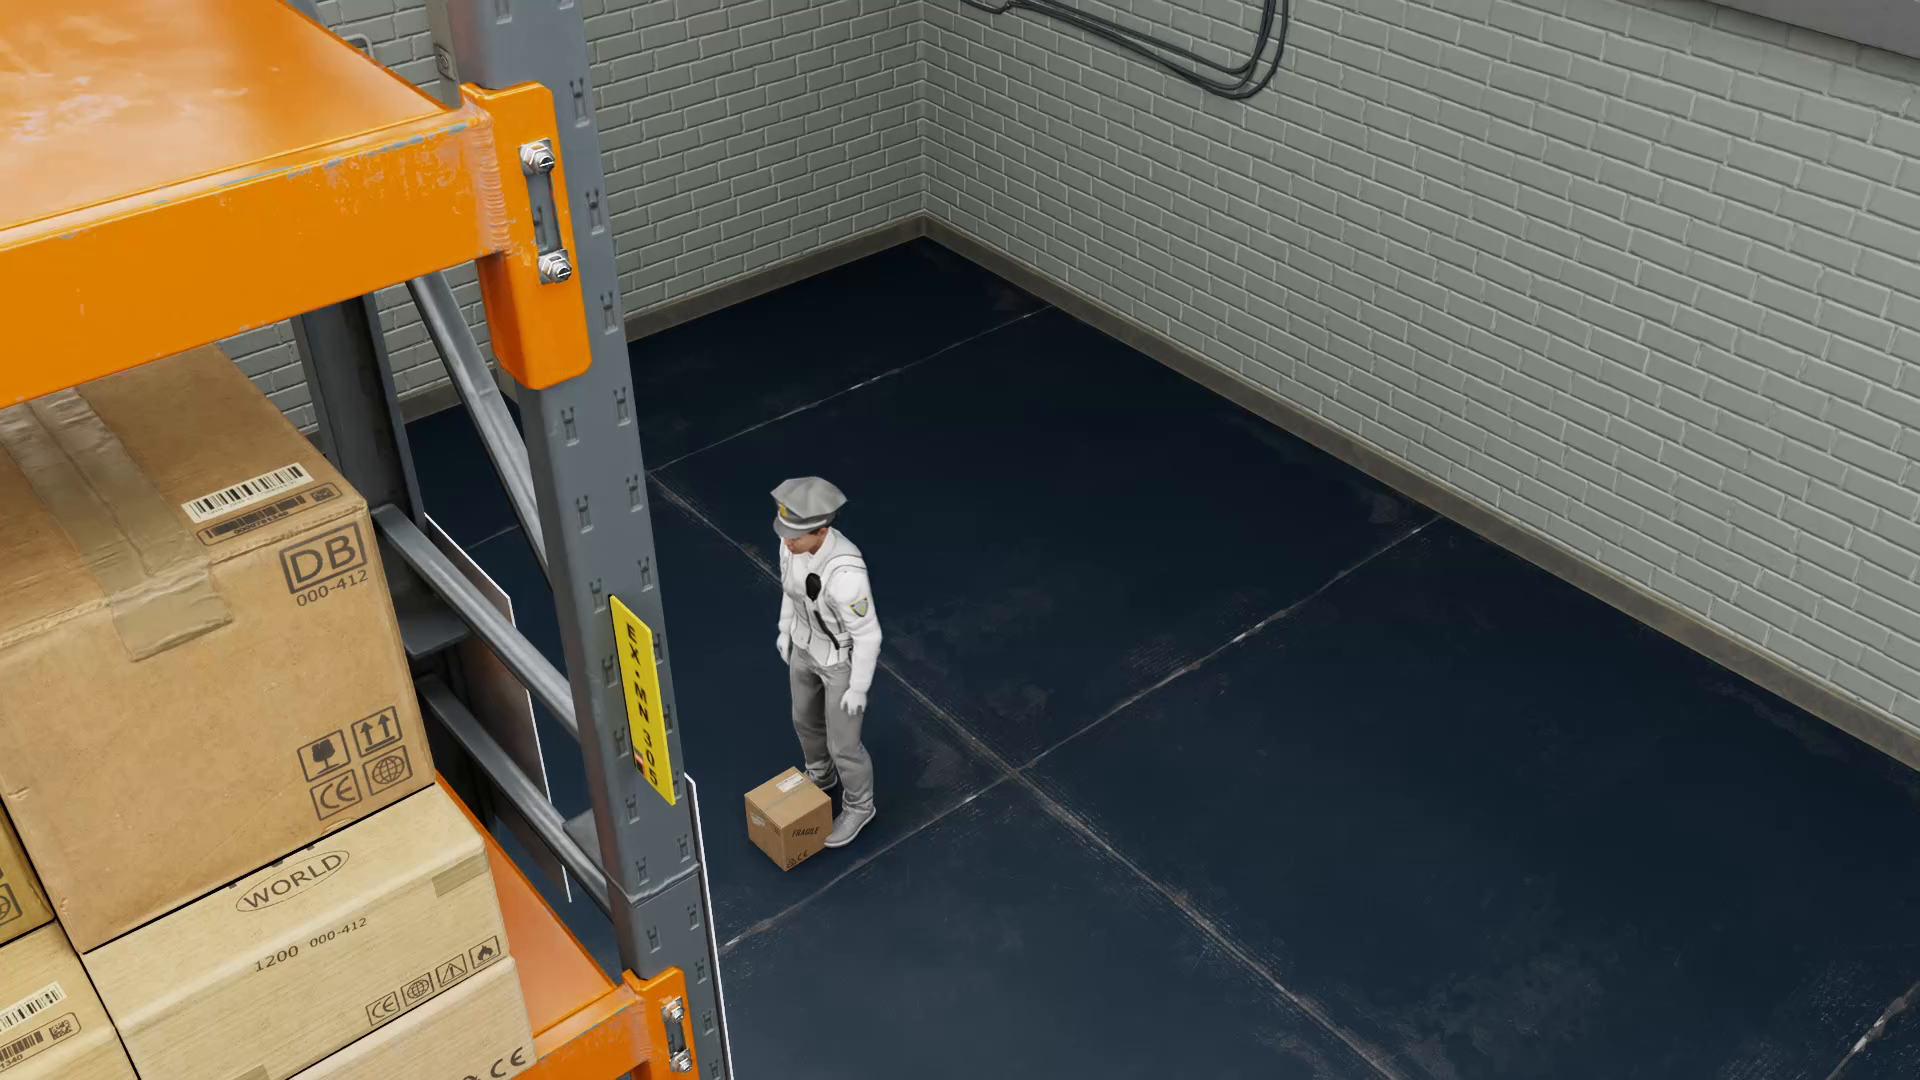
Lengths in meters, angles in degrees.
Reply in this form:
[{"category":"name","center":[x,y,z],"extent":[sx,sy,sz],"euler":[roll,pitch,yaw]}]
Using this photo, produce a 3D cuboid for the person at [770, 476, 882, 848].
[{"category":"person","center":[-0.515,0.463,6.439],"extent":[0.377,1.663,0.531],"euler":[-27,44,-32]}]
